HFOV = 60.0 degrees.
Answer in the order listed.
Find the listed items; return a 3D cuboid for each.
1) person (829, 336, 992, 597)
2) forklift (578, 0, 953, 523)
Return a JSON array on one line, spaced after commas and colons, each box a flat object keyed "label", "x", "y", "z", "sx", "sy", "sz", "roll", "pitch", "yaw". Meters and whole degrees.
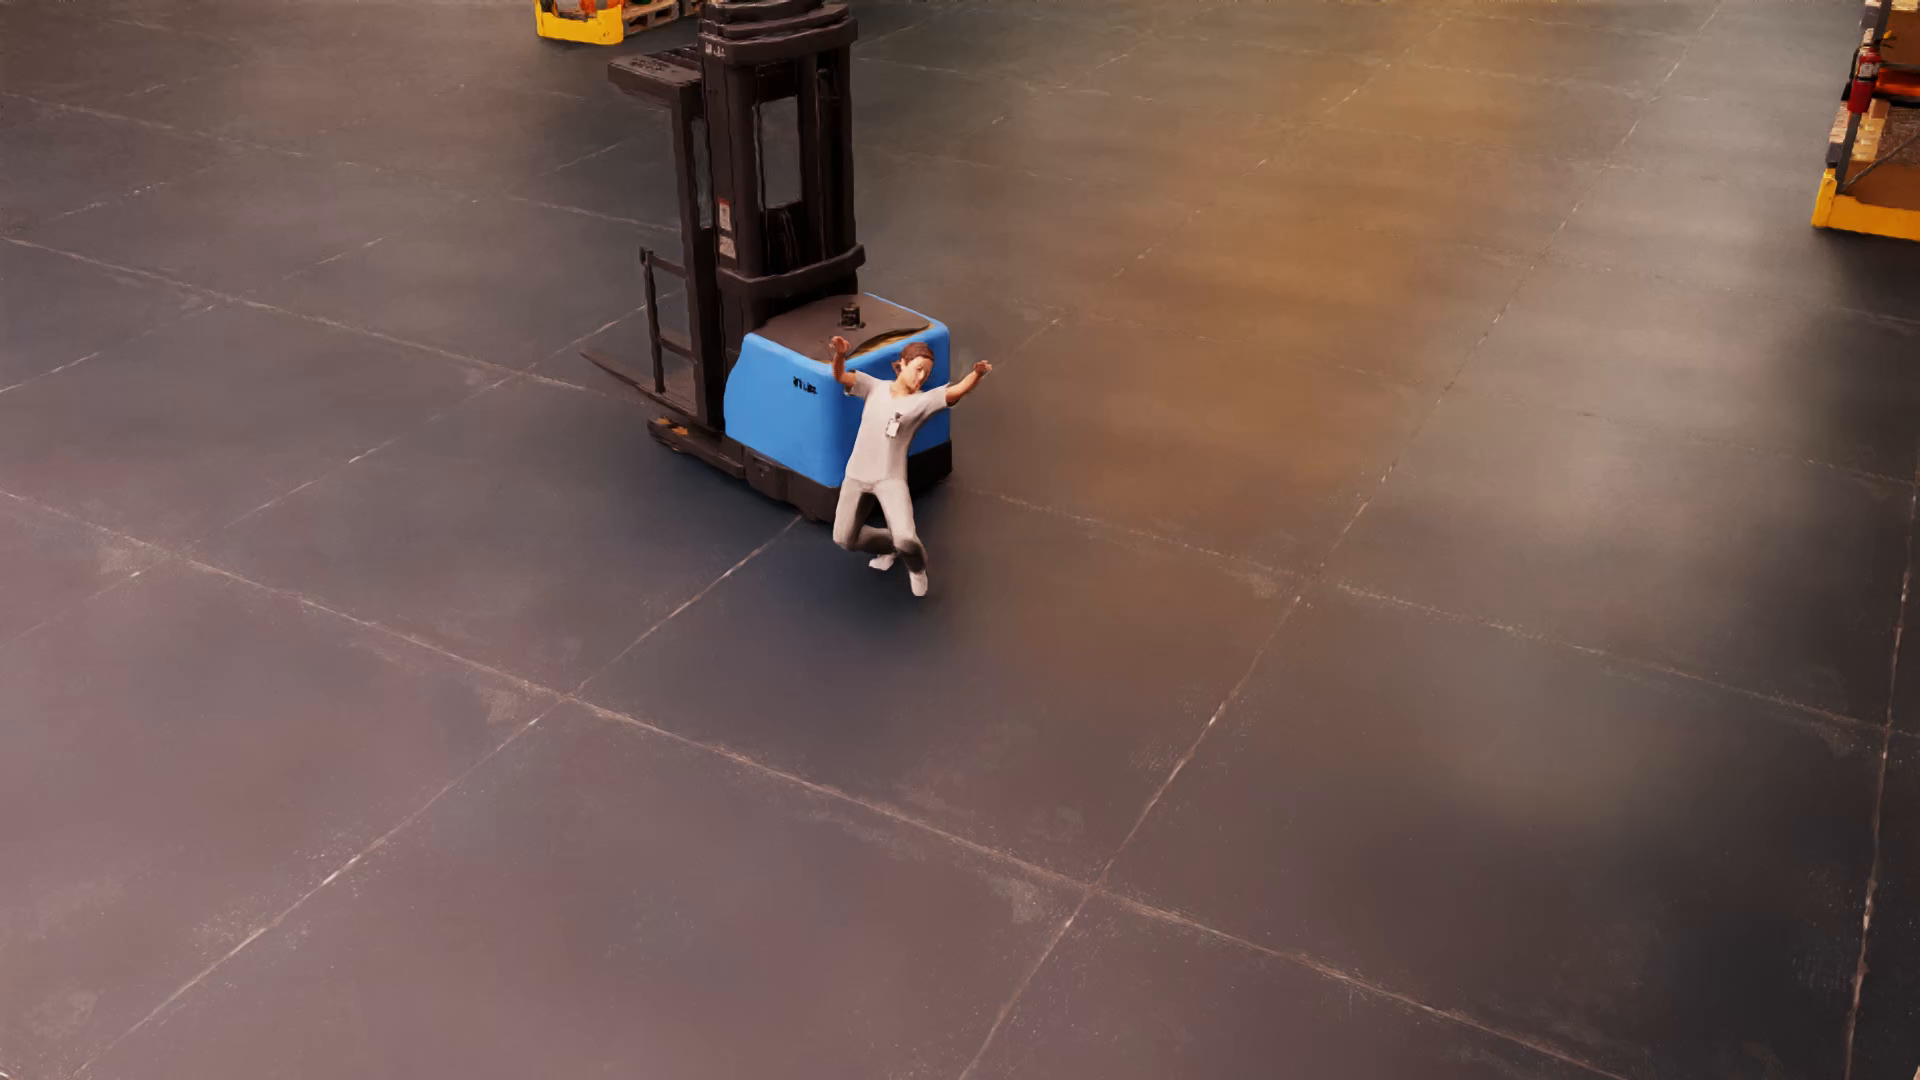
[{"label": "person", "x": -0.271, "y": -0.416, "z": 9.175, "sx": 0.923, "sy": 1.565, "sz": 0.764, "roll": 14, "pitch": 33, "yaw": 22}, {"label": "forklift", "x": -1.438, "y": -2.012, "z": 10.558, "sx": 1.130, "sy": 2.935, "sz": 3.031, "roll": -26, "pitch": 39, "yaw": -37}]
